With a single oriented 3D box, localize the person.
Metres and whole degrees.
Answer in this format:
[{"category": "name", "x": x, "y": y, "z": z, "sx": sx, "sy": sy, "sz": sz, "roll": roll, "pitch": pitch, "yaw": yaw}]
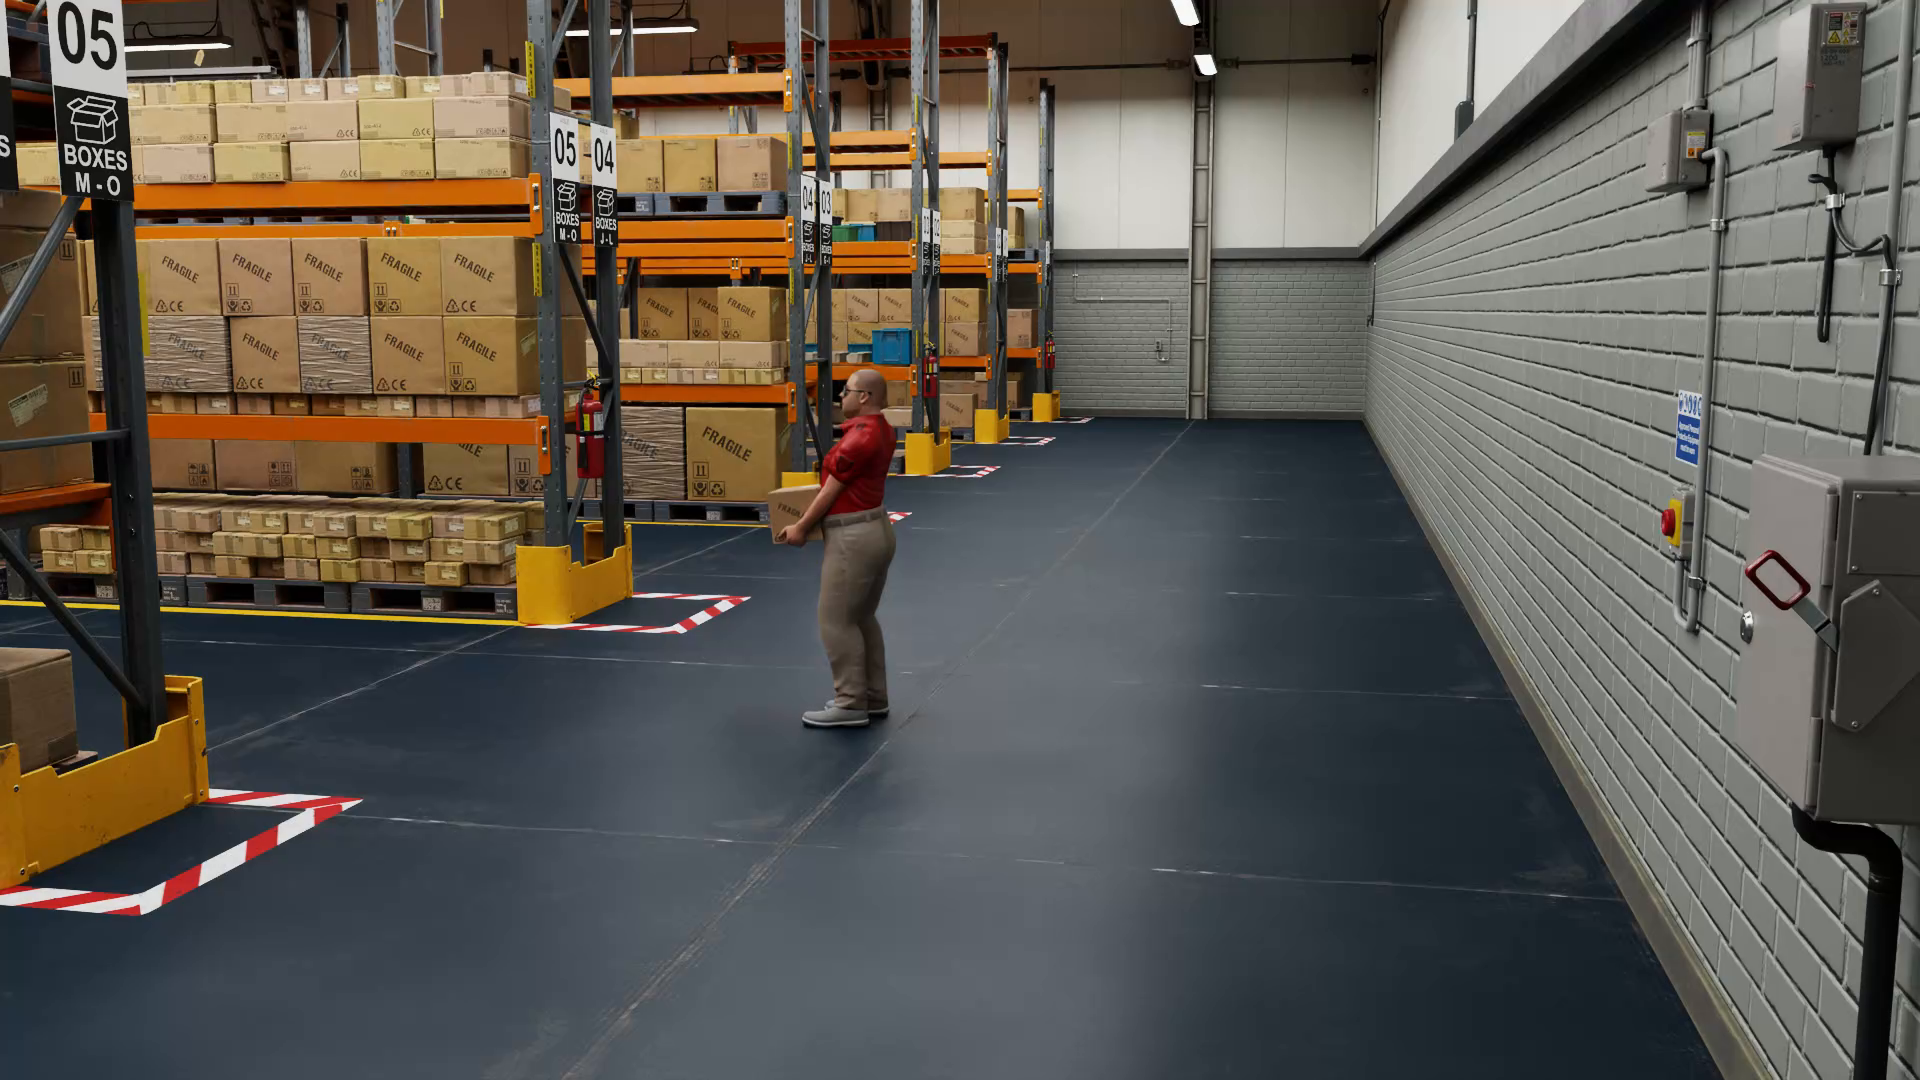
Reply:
[{"category": "person", "x": -0.593, "y": 0.034, "z": 8.022, "sx": 0.530, "sy": 1.714, "sz": 0.494, "roll": 2, "pitch": 8, "yaw": 12}]
